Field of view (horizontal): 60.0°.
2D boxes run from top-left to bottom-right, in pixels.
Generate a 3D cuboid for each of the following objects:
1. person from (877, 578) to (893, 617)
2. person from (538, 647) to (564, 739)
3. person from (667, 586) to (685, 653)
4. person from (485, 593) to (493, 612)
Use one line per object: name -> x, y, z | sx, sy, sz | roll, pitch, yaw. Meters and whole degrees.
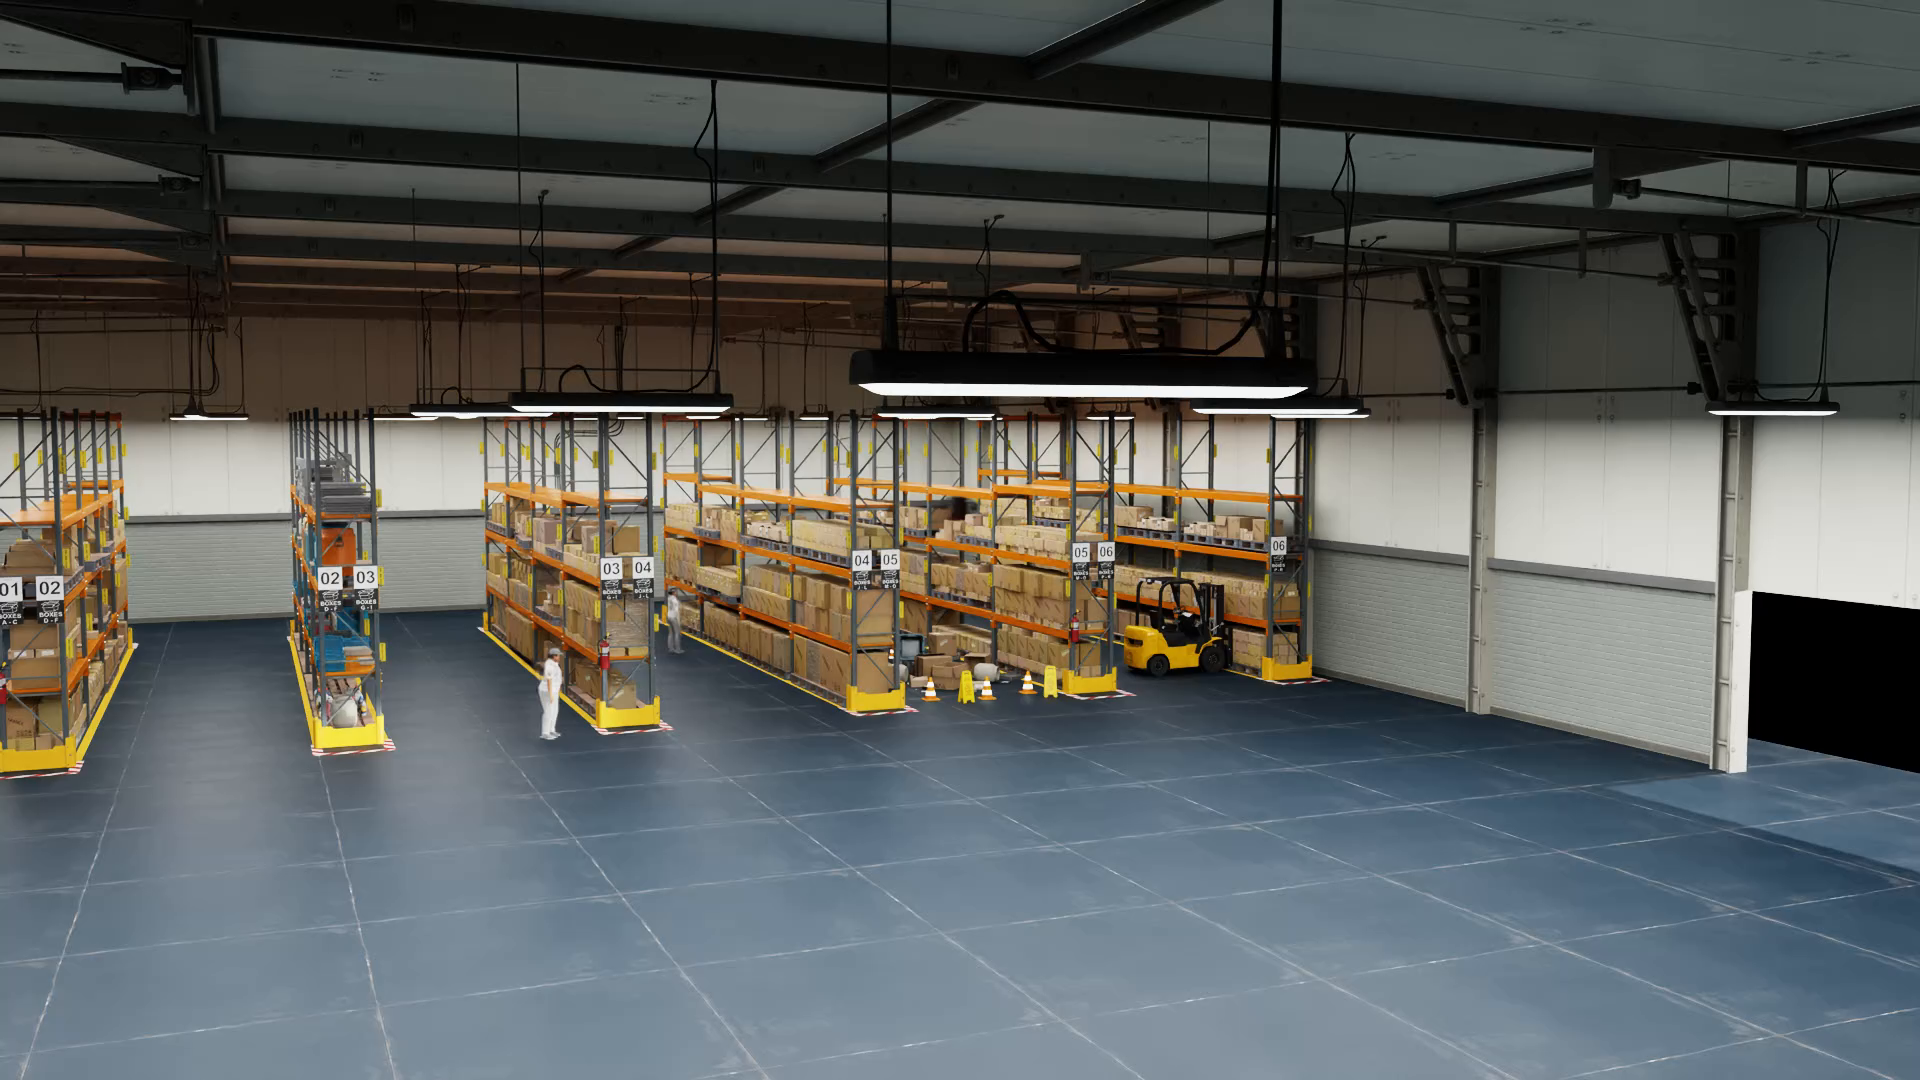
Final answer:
person -> -1.868, 1.744, 40.879 | 0.475, 1.648, 0.375 | 1, 4, 16
person -> -7.433, 2.783, 30.272 | 0.471, 1.673, 0.513 | 0, 4, -2
person -> -7.064, 1.974, 41.353 | 0.396, 1.685, 0.540 | -3, 5, -36
person -> -13.610, 1.520, 48.786 | 0.831, 1.549, 0.445 | 3, 5, 38
